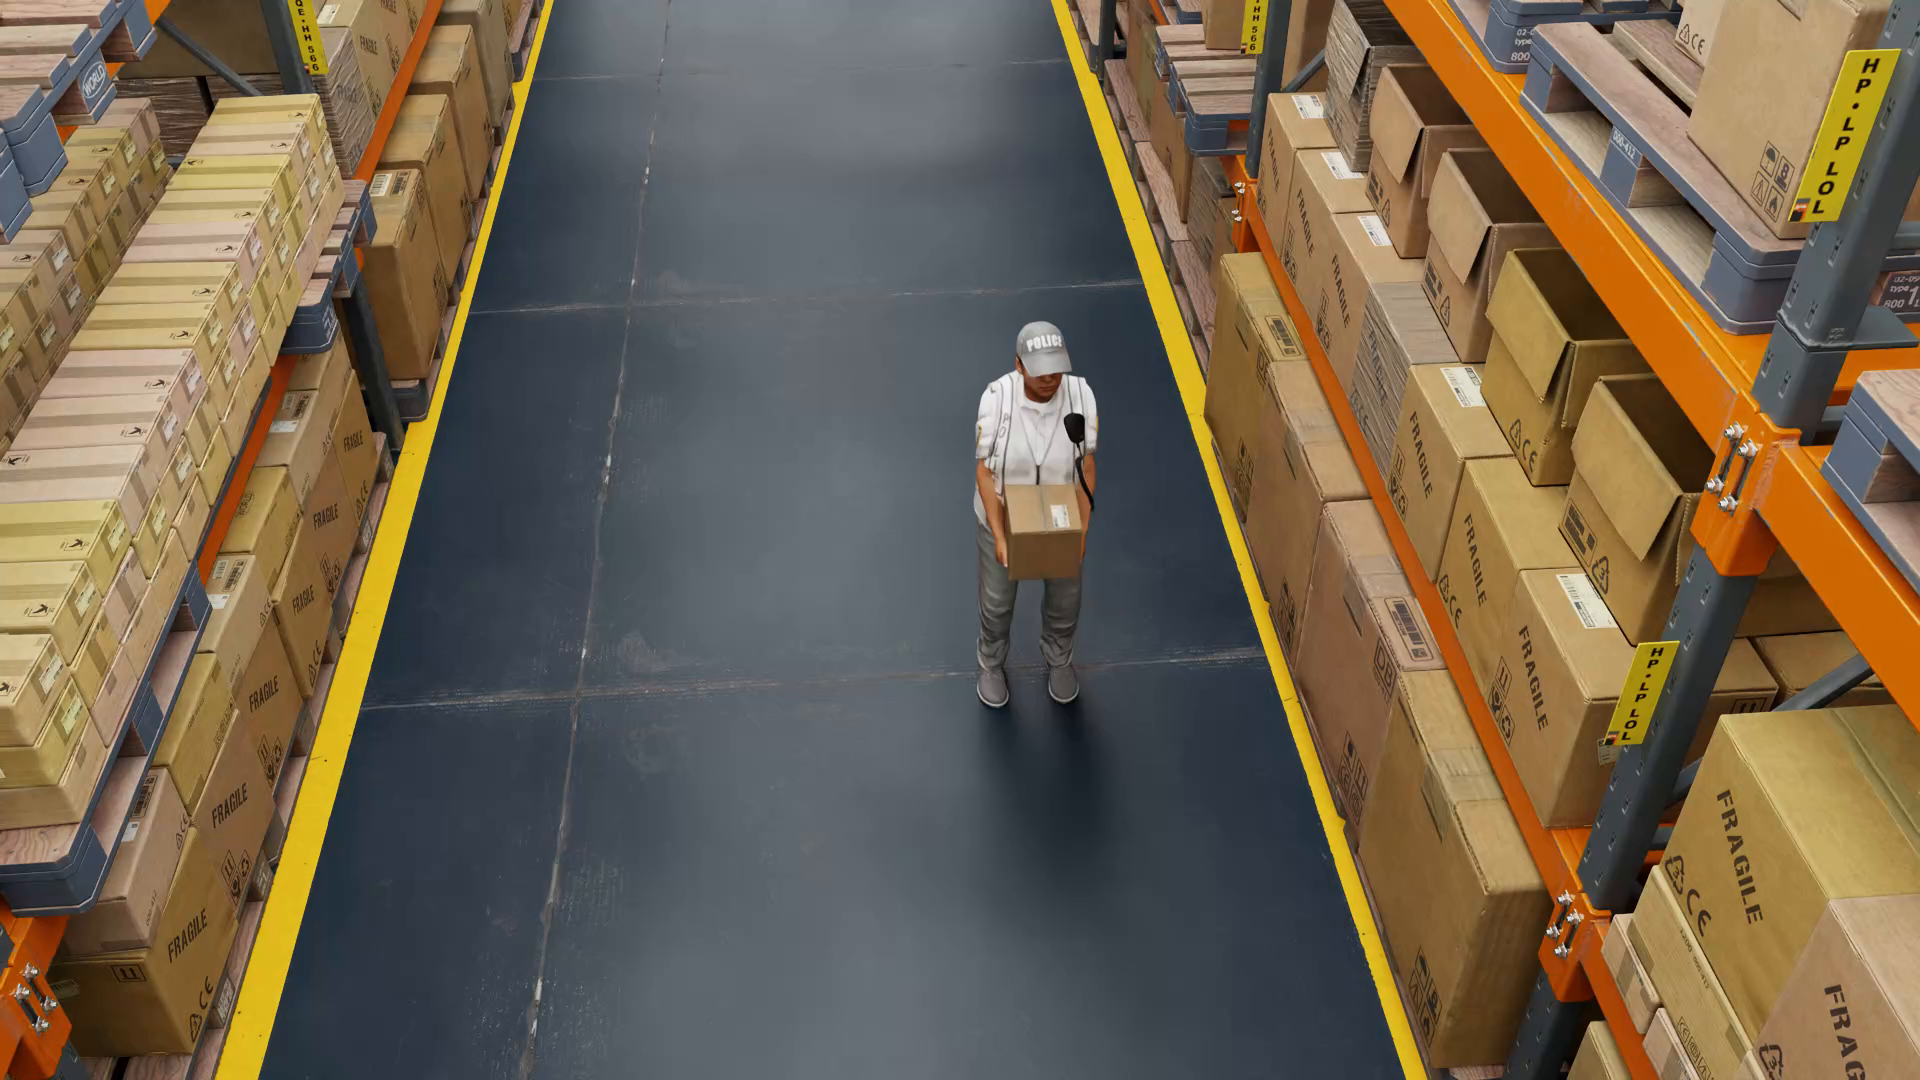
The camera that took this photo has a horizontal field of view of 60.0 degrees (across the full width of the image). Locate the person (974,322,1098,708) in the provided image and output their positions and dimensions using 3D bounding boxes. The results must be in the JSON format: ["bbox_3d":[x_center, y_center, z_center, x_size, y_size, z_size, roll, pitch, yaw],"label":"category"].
[{"bbox_3d":[0.284,-0.034,6.202,0.452,1.662,0.544,-3,39,-4],"label":"person"}]
